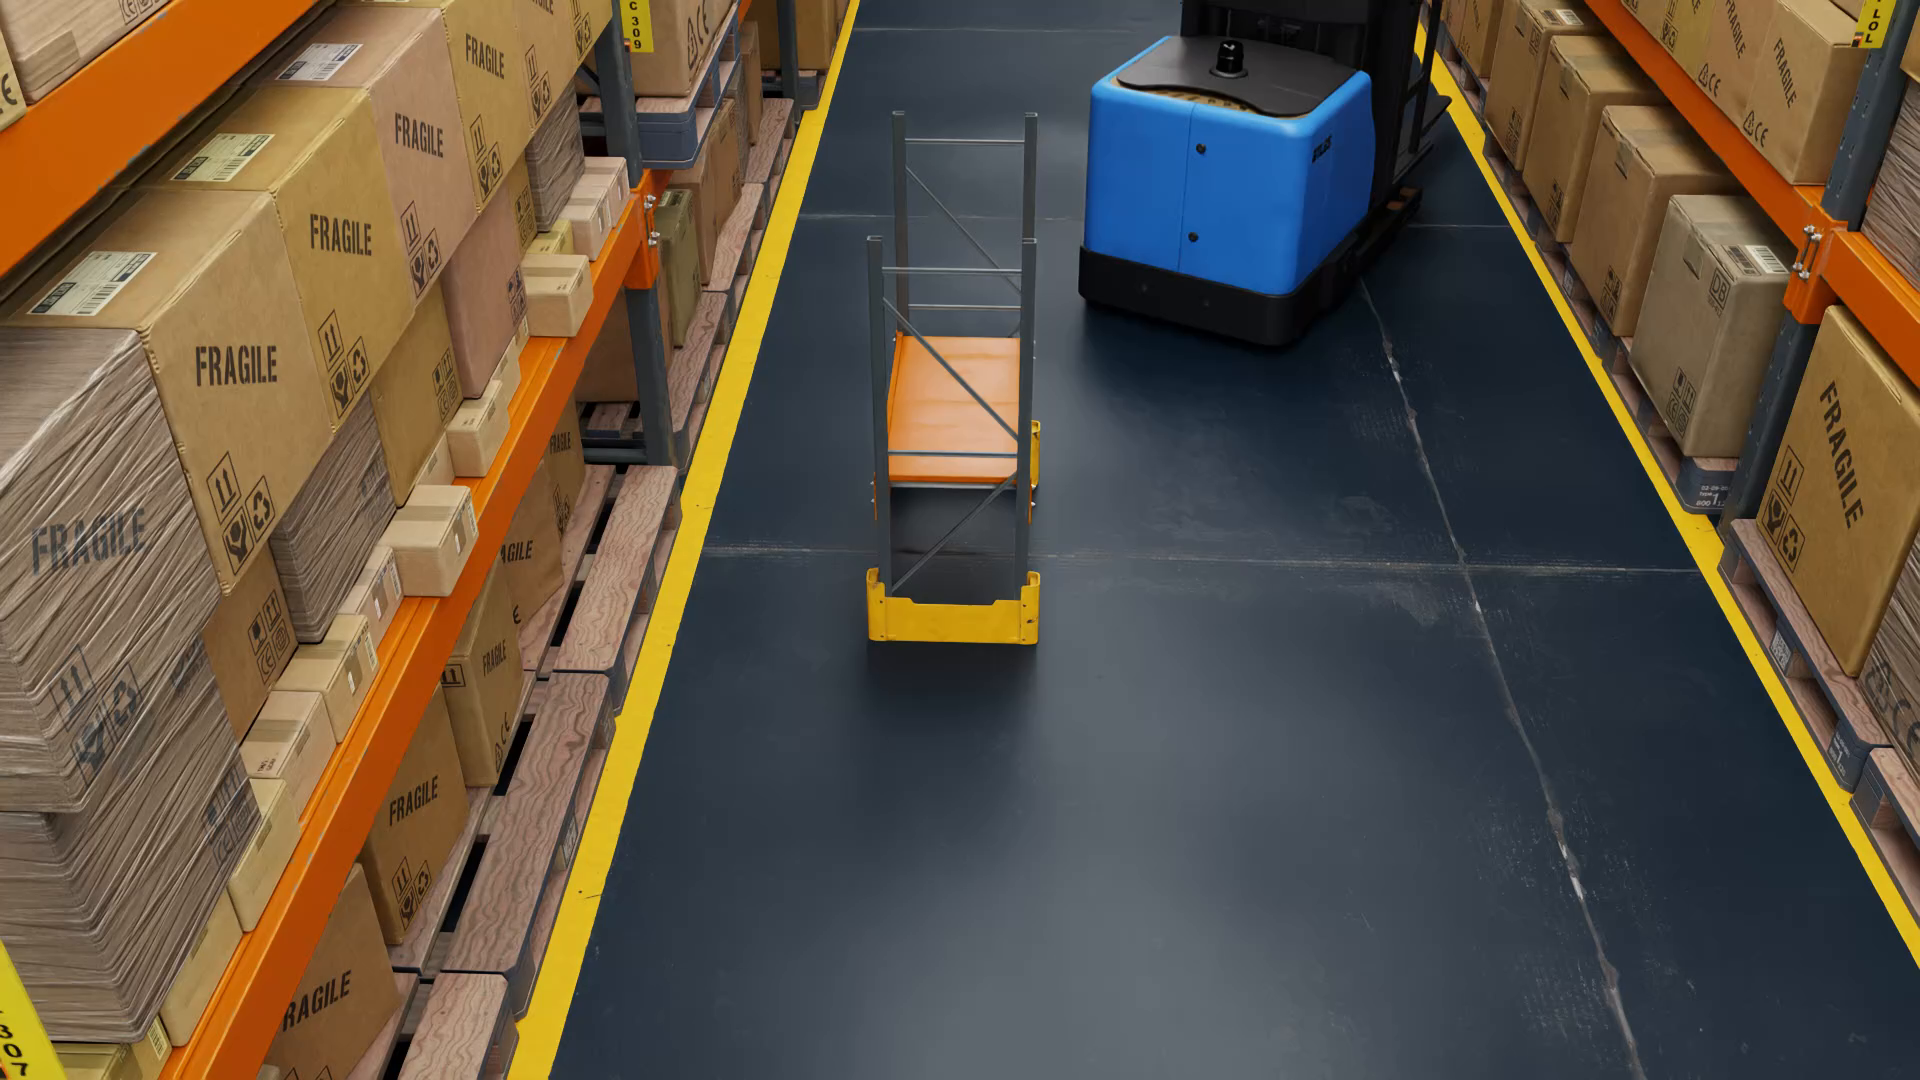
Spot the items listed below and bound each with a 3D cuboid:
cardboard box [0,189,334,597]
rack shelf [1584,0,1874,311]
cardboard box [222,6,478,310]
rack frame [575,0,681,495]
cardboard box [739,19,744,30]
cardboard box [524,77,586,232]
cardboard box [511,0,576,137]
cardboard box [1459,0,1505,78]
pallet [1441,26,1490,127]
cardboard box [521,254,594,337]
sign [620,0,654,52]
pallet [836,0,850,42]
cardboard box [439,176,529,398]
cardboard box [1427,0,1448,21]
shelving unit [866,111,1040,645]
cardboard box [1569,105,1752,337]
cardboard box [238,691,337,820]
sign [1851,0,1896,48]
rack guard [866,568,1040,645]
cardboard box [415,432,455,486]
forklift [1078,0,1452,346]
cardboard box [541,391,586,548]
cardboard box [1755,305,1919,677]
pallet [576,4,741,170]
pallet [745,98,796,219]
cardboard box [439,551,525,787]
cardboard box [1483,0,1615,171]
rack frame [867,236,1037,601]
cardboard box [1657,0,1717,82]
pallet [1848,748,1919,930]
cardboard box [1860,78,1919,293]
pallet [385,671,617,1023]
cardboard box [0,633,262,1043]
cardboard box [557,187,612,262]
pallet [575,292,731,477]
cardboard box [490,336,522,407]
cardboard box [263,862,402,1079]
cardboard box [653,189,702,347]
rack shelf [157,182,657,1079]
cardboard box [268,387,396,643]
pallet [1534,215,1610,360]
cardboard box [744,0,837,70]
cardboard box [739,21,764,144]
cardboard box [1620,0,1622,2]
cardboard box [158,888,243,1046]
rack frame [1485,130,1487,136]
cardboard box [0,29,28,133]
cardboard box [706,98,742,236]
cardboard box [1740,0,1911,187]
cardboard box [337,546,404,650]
[{"bbox_3d":[-1.434,-0.256,2.791,0.500,0.500,0.500,1,35,2],"label":"cardboard box"},{"bbox_3d":[3.437,-2.068,7.209,1.077,0.370,4.000,1,35,2],"label":"rack shelf"},{"bbox_3d":[-1.401,-0.831,3.608,0.500,0.500,0.500,1,35,2],"label":"cardboard box"},{"bbox_3d":[-1.595,-1.386,5.613,1.000,3.000,0.127,1,35,2],"label":"rack frame"},{"bbox_3d":[-1.431,-2.763,8.711,0.500,0.250,0.500,3,35,4],"label":"cardboard box"},{"bbox_3d":[-1.675,-1.291,5.133,0.875,0.500,0.500,1,35,2],"label":"cardboard box"},{"bbox_3d":[-1.357,-1.405,4.426,0.500,0.500,0.500,1,35,2],"label":"cardboard box"},{"bbox_3d":[3.283,-3.045,9.782,0.500,0.500,0.500,1,35,2],"label":"cardboard box"},{"bbox_3d":[3.551,-2.819,10.078,1.003,0.211,1.213,1,35,2],"label":"pallet"},{"bbox_3d":[-1.298,-0.721,4.886,0.380,0.149,0.250,1,35,2],"label":"cardboard box"},{"bbox_3d":[-1.052,-1.732,5.353,0.100,0.325,0.005,1,35,2],"label":"sign"},{"bbox_3d":[-1.275,-3.693,11.322,1.003,0.211,1.213,1,35,2],"label":"pallet"},{"bbox_3d":[-1.649,-0.715,4.313,0.875,0.500,0.500,1,35,2],"label":"cardboard box"},{"bbox_3d":[3.313,-3.647,10.639,0.500,0.500,0.500,0,35,0],"label":"cardboard box"},{"bbox_3d":[-0.003,-0.570,5.756,0.587,1.500,1.083,1,35,2],"label":"shelving unit"},{"bbox_3d":[3.335,-1.378,7.193,1.050,0.750,0.750,1,35,2],"label":"cardboard box"},{"bbox_3d":[-1.462,0.426,3.253,0.380,0.149,0.250,1,35,2],"label":"cardboard box"},{"bbox_3d":[2.815,-1.662,5.067,0.100,0.325,0.005,1,35,2],"label":"sign"},{"bbox_3d":[-0.023,0.228,5.709,0.587,0.250,0.087,1,35,2],"label":"rack guard"},{"bbox_3d":[-1.471,-0.149,4.072,0.380,0.149,0.250,1,35,2],"label":"cardboard box"},{"bbox_3d":[1.733,-2.879,7.798,1.130,2.935,3.031,19,39,24],"label":"forklift"},{"bbox_3d":[-1.651,-0.306,5.886,0.500,0.500,0.500,0,35,0],"label":"cardboard box"},{"bbox_3d":[3.262,-0.156,5.346,0.875,0.875,0.875,2,35,3],"label":"cardboard box"},{"bbox_3d":[-1.419,-1.743,6.288,1.003,0.211,1.213,1,35,2],"label":"pallet"},{"bbox_3d":[-1.467,-2.094,9.046,1.003,0.211,1.213,1,35,2],"label":"pallet"},{"bbox_3d":[-1.613,0.382,4.907,0.500,0.500,0.500,-2,35,-2],"label":"cardboard box"},{"bbox_3d":[3.403,-2.415,8.669,1.050,0.750,0.750,1,35,1],"label":"cardboard box"},{"bbox_3d":[-0.024,-0.273,5.333,0.500,1.500,0.032,1,35,2],"label":"rack frame"},{"bbox_3d":[3.151,-2.141,6.600,0.500,0.500,0.500,2,35,2],"label":"cardboard box"},{"bbox_3d":[3.202,1.065,4.550,1.003,0.211,1.213,1,35,2],"label":"pallet"},{"bbox_3d":[3.354,-1.062,5.023,0.875,0.550,0.550,1,35,2],"label":"cardboard box"},{"bbox_3d":[-1.633,0.844,4.865,1.003,0.211,1.213,1,35,2],"label":"pallet"},{"bbox_3d":[-1.706,0.434,2.678,0.875,0.500,0.500,1,35,2],"label":"cardboard box"},{"bbox_3d":[-1.329,-1.009,5.296,0.380,0.149,0.250,1,35,2],"label":"cardboard box"},{"bbox_3d":[-1.565,-0.692,7.052,1.003,0.211,1.213,1,35,2],"label":"pallet"},{"bbox_3d":[-1.409,-0.436,4.480,0.380,0.149,0.250,1,35,2],"label":"cardboard box"},{"bbox_3d":[-1.724,1.060,3.941,0.500,0.500,0.500,10,36,14],"label":"cardboard box"},{"bbox_3d":[-1.511,-1.169,7.096,0.700,0.500,0.500,1,35,2],"label":"cardboard box"},{"bbox_3d":[-1.675,0.057,4.185,1.077,0.370,4.000,1,35,2],"label":"rack shelf"},{"bbox_3d":[-1.743,-0.142,3.498,0.875,0.500,0.500,1,35,2],"label":"cardboard box"},{"bbox_3d":[3.359,-1.220,7.803,1.003,0.211,1.213,1,35,2],"label":"pallet"},{"bbox_3d":[-1.386,-3.383,9.937,1.225,0.875,0.875,0,35,0],"label":"cardboard box"},{"bbox_3d":[-1.441,-2.456,8.927,0.700,0.500,0.500,0,35,-1],"label":"cardboard box"},{"bbox_3d":[3.192,-2.719,7.423,0.500,0.500,0.500,1,35,2],"label":"cardboard box"},{"bbox_3d":[-1.477,0.714,2.844,0.380,0.149,0.250,1,35,2],"label":"cardboard box"},{"bbox_3d":[3.518,-3.511,8.638,1.000,3.000,0.127,1,35,2],"label":"rack frame"},{"bbox_3d":[-1.478,-0.524,1.909,0.500,0.250,0.500,2,35,3],"label":"cardboard box"},{"bbox_3d":[-1.466,-1.811,8.010,0.700,0.500,0.500,4,35,6],"label":"cardboard box"},{"bbox_3d":[3.111,-1.560,5.774,0.500,0.500,0.500,1,35,2],"label":"cardboard box"},{"bbox_3d":[-1.462,0.138,3.663,0.380,0.149,0.250,1,35,2],"label":"cardboard box"}]
